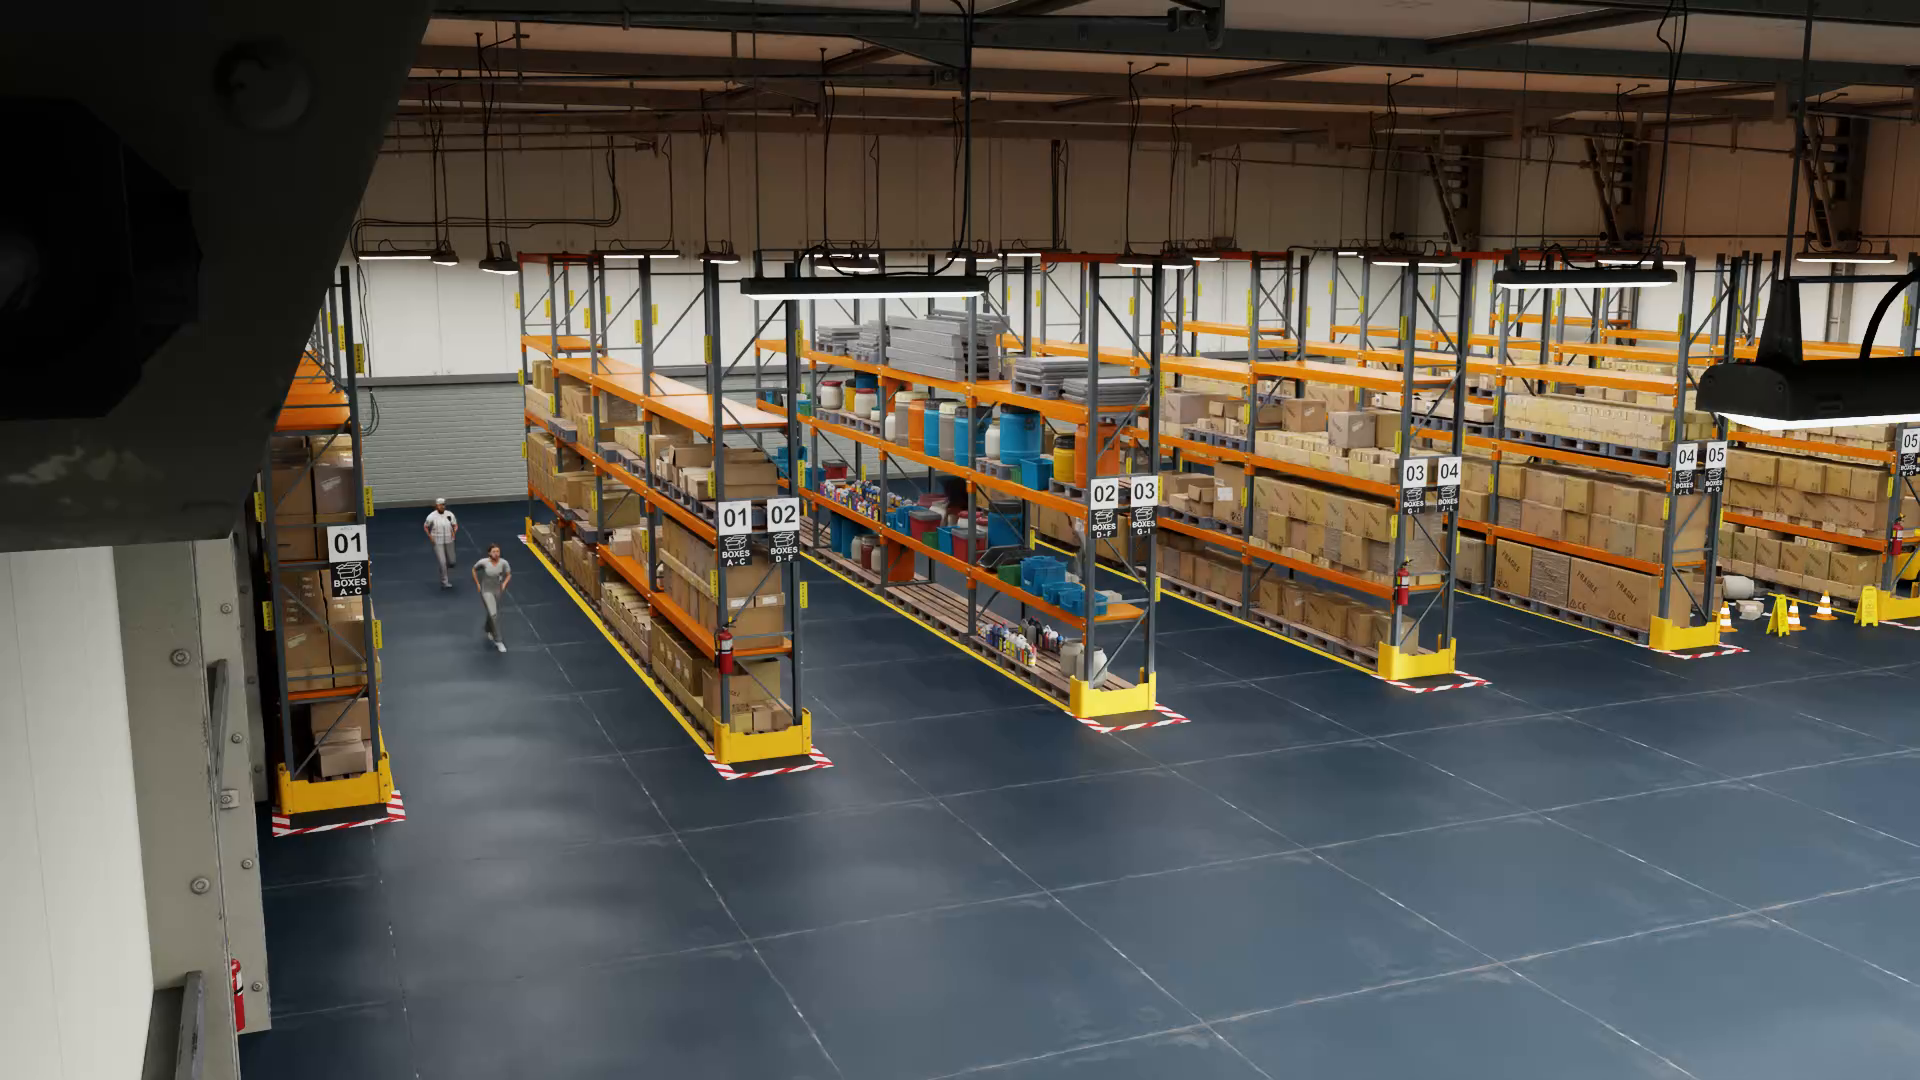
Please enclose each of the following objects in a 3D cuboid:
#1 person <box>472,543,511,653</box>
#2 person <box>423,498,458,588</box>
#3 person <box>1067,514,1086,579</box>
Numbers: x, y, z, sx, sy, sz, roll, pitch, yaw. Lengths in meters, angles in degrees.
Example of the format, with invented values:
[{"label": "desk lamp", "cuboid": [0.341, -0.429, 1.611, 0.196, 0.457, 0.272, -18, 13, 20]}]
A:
[{"label": "person", "cuboid": [-7.264, 0.845, 25.820, 0.565, 1.672, 0.951, -7, 12, -32]}, {"label": "person", "cuboid": [-9.451, 0.035, 30.336, 0.603, 1.625, 0.640, -6, 12, -31]}, {"label": "person", "cuboid": [2.231, -0.123, 29.601, 0.565, 1.665, 0.828, -5, 12, -27]}]
